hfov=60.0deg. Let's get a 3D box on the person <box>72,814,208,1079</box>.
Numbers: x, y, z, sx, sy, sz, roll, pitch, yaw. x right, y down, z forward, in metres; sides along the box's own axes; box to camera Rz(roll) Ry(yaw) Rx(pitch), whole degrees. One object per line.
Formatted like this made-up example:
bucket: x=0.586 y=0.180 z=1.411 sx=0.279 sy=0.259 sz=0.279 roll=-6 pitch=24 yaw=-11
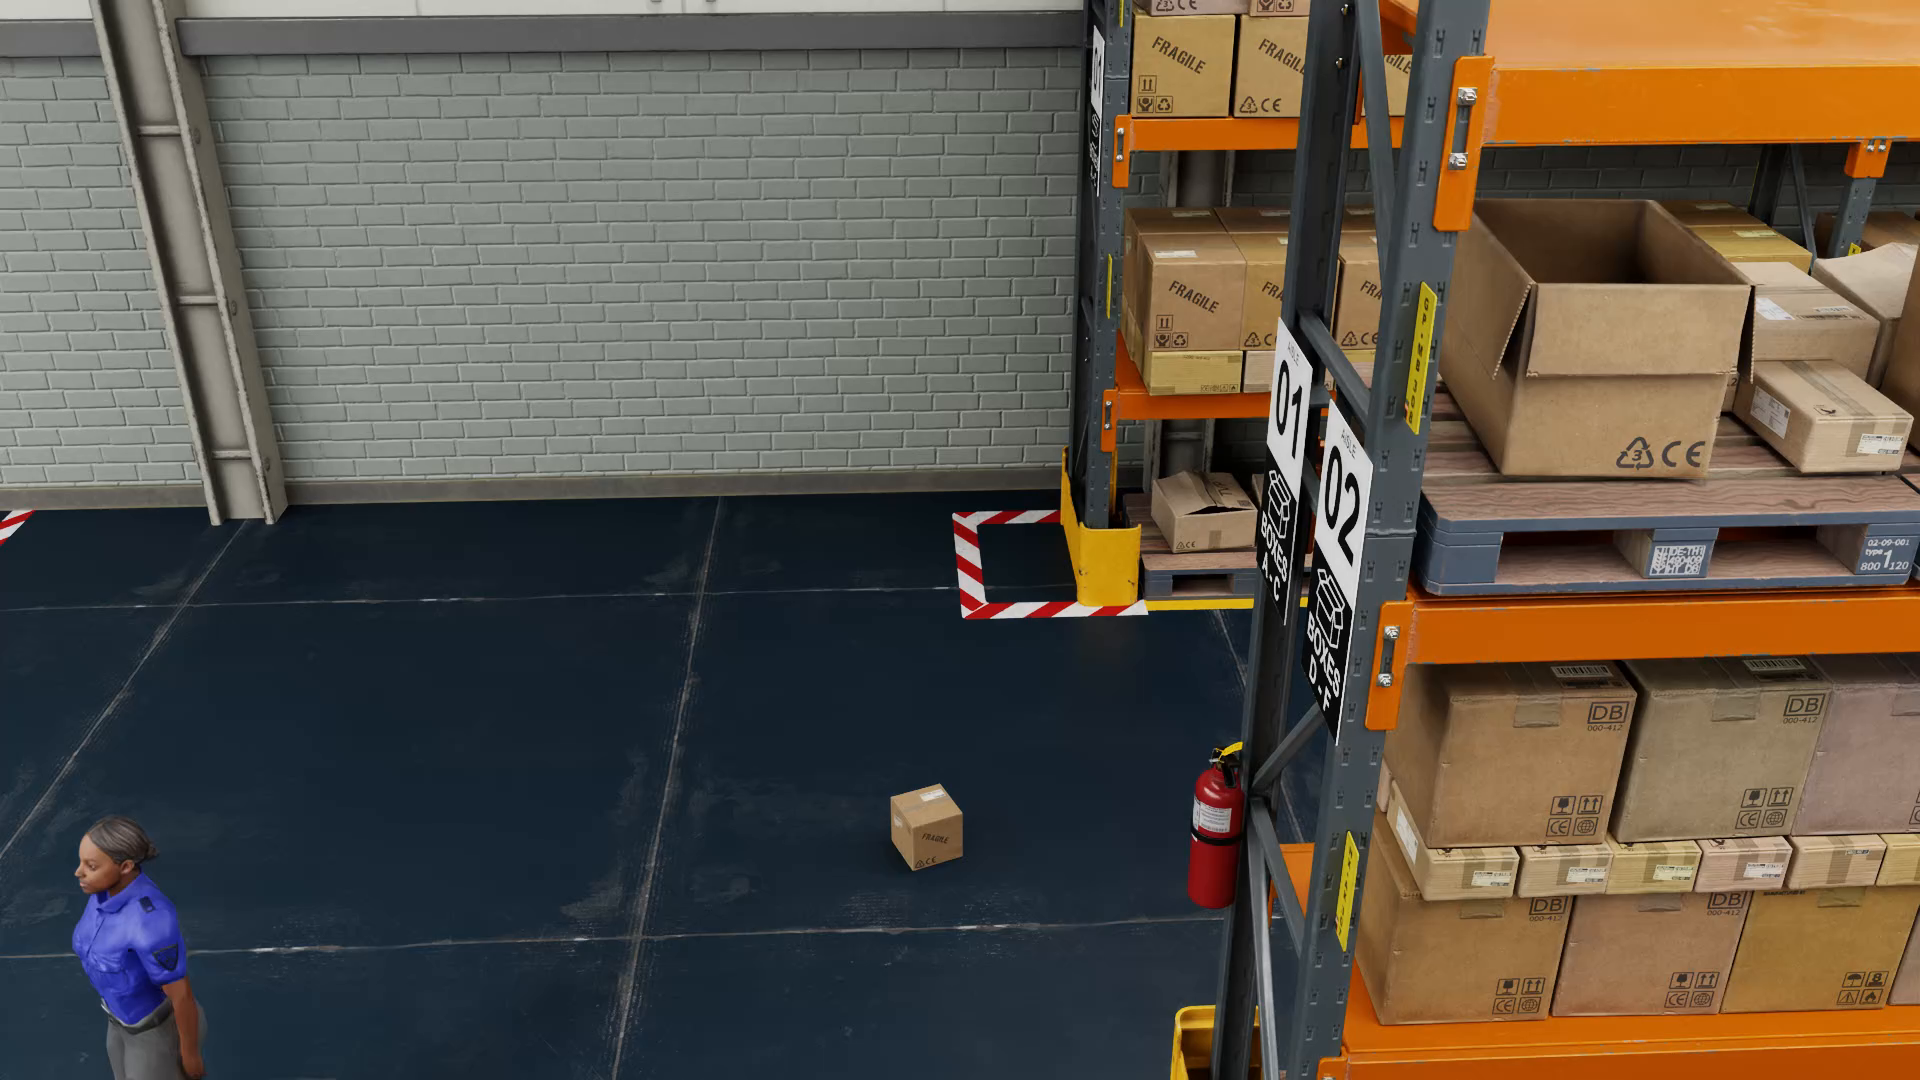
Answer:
person: x=-2.637 y=1.600 z=5.545 sx=0.577 sy=1.632 sz=0.445 roll=-24 pitch=36 yaw=-38
